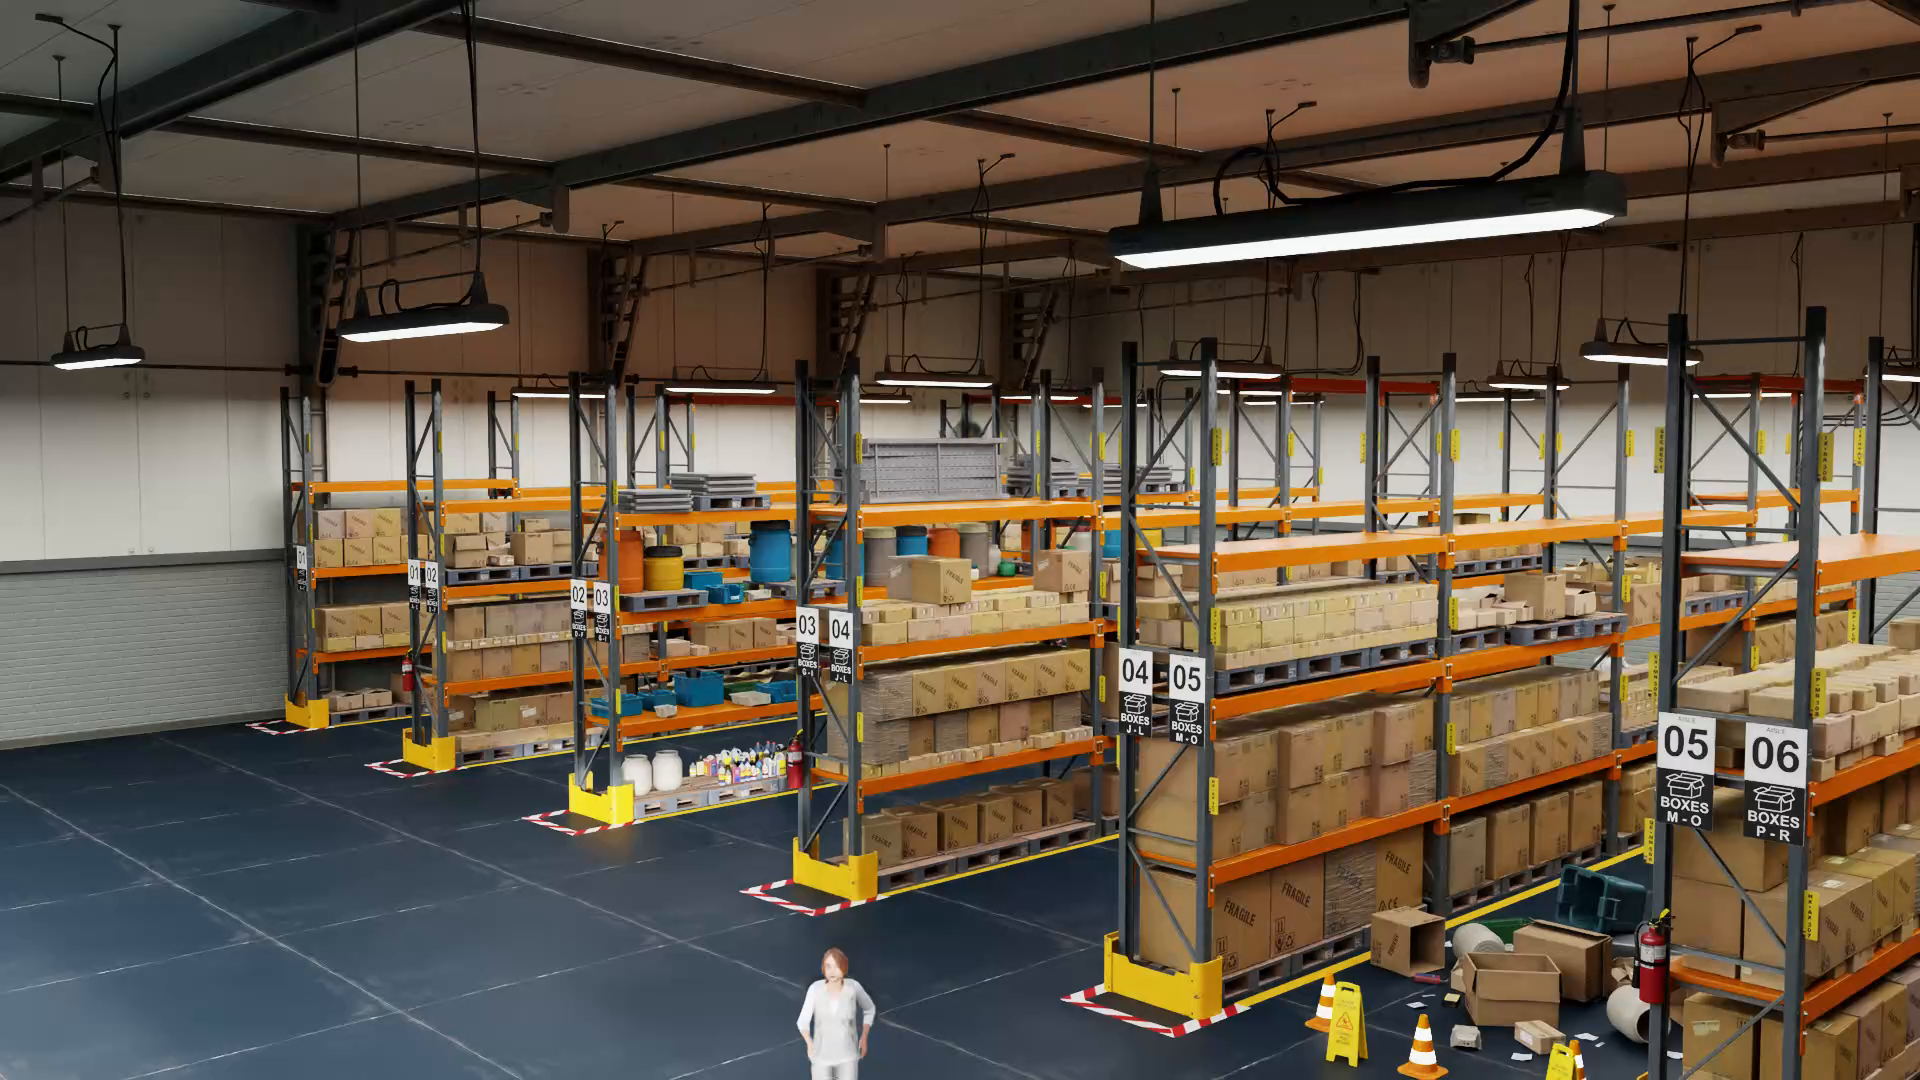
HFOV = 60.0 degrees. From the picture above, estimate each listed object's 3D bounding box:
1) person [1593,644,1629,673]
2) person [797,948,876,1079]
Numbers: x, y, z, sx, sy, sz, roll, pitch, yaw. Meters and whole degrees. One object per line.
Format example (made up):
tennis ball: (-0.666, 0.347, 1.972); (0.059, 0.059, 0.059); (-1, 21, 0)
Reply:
person: (11.027, 2.513, 28.219); (0.610, 1.691, 0.857); (2, 4, 22)
person: (-0.868, 3.644, 11.689); (0.549, 1.586, 0.786); (0, 4, -1)
